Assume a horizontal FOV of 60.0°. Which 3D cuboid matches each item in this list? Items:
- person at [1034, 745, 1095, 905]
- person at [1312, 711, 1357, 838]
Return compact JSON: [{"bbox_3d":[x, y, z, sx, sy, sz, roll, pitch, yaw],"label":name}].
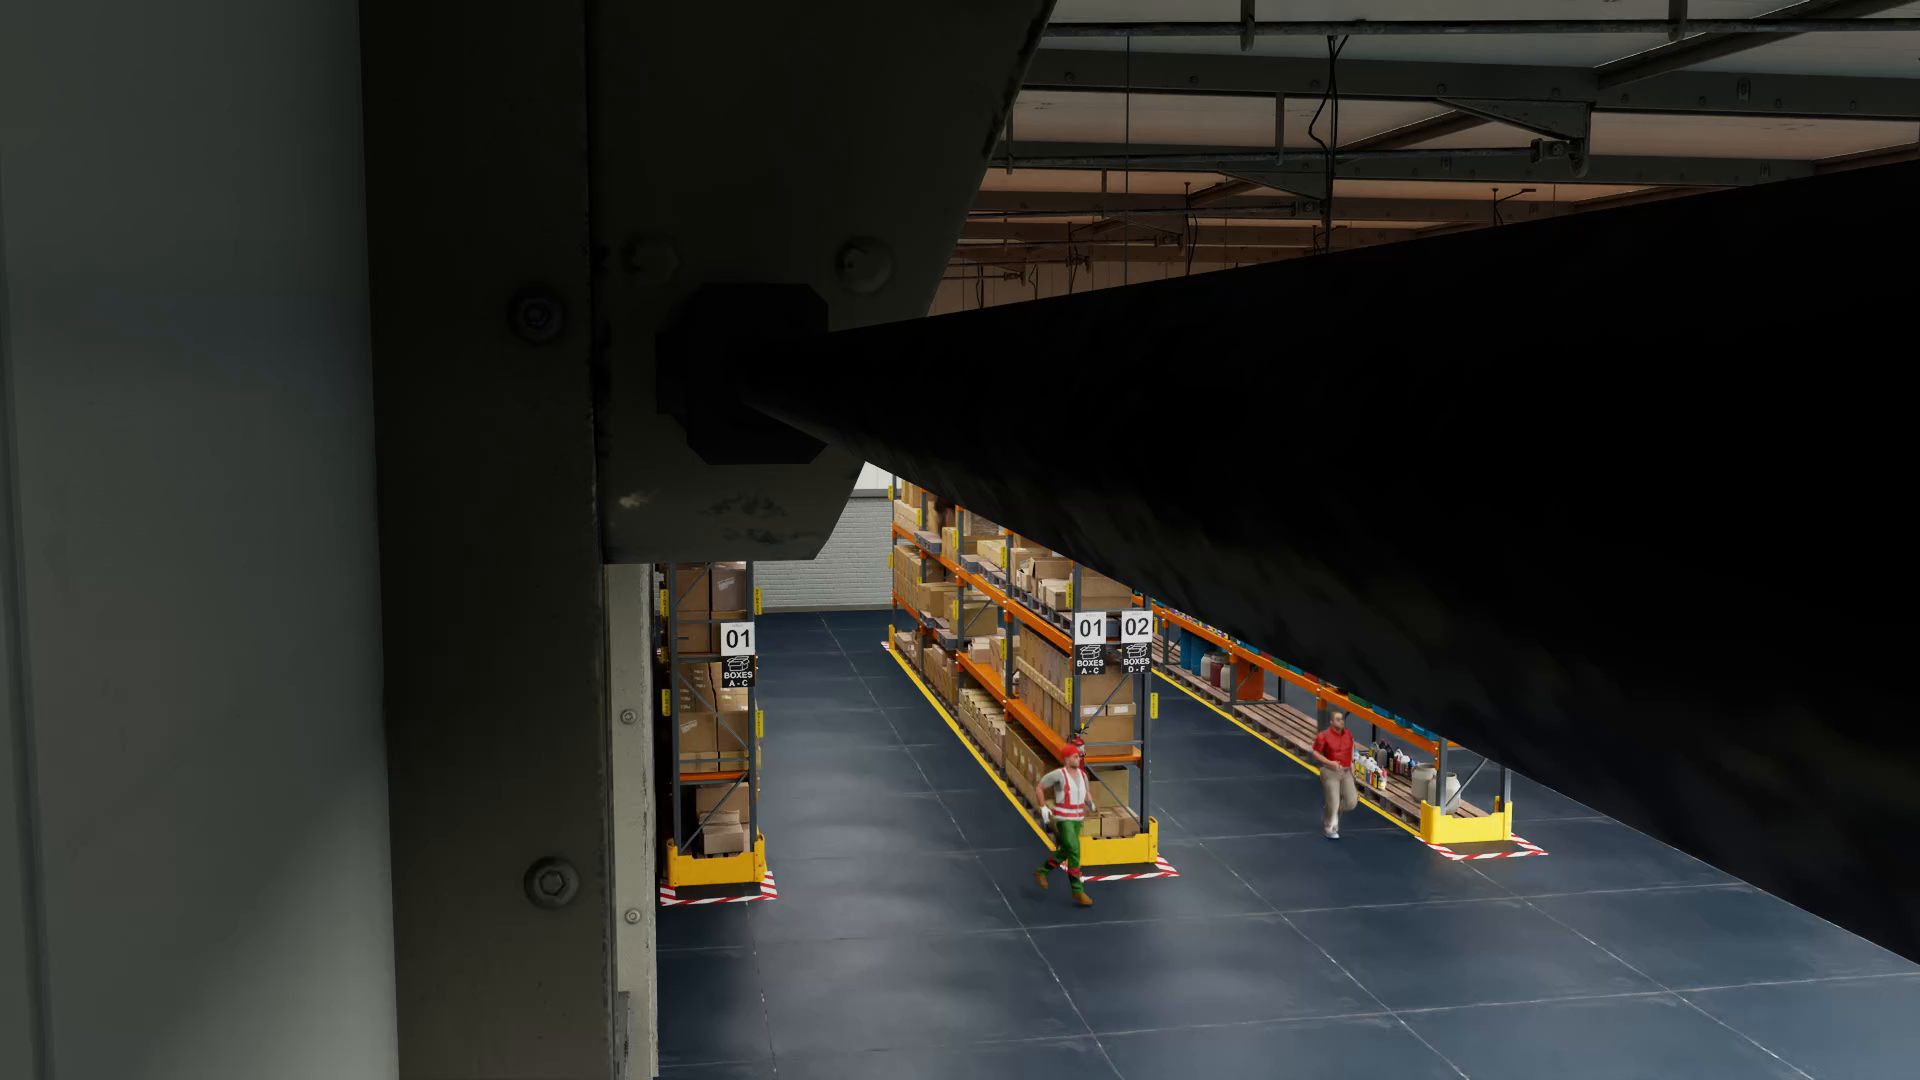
[{"bbox_3d":[1.312,3.318,19.641,0.703,1.763,0.927,-6,9,-44],"label":"person"},{"bbox_3d":[5.003,3.108,22.015,0.677,1.679,0.600,-3,7,-23],"label":"person"}]
